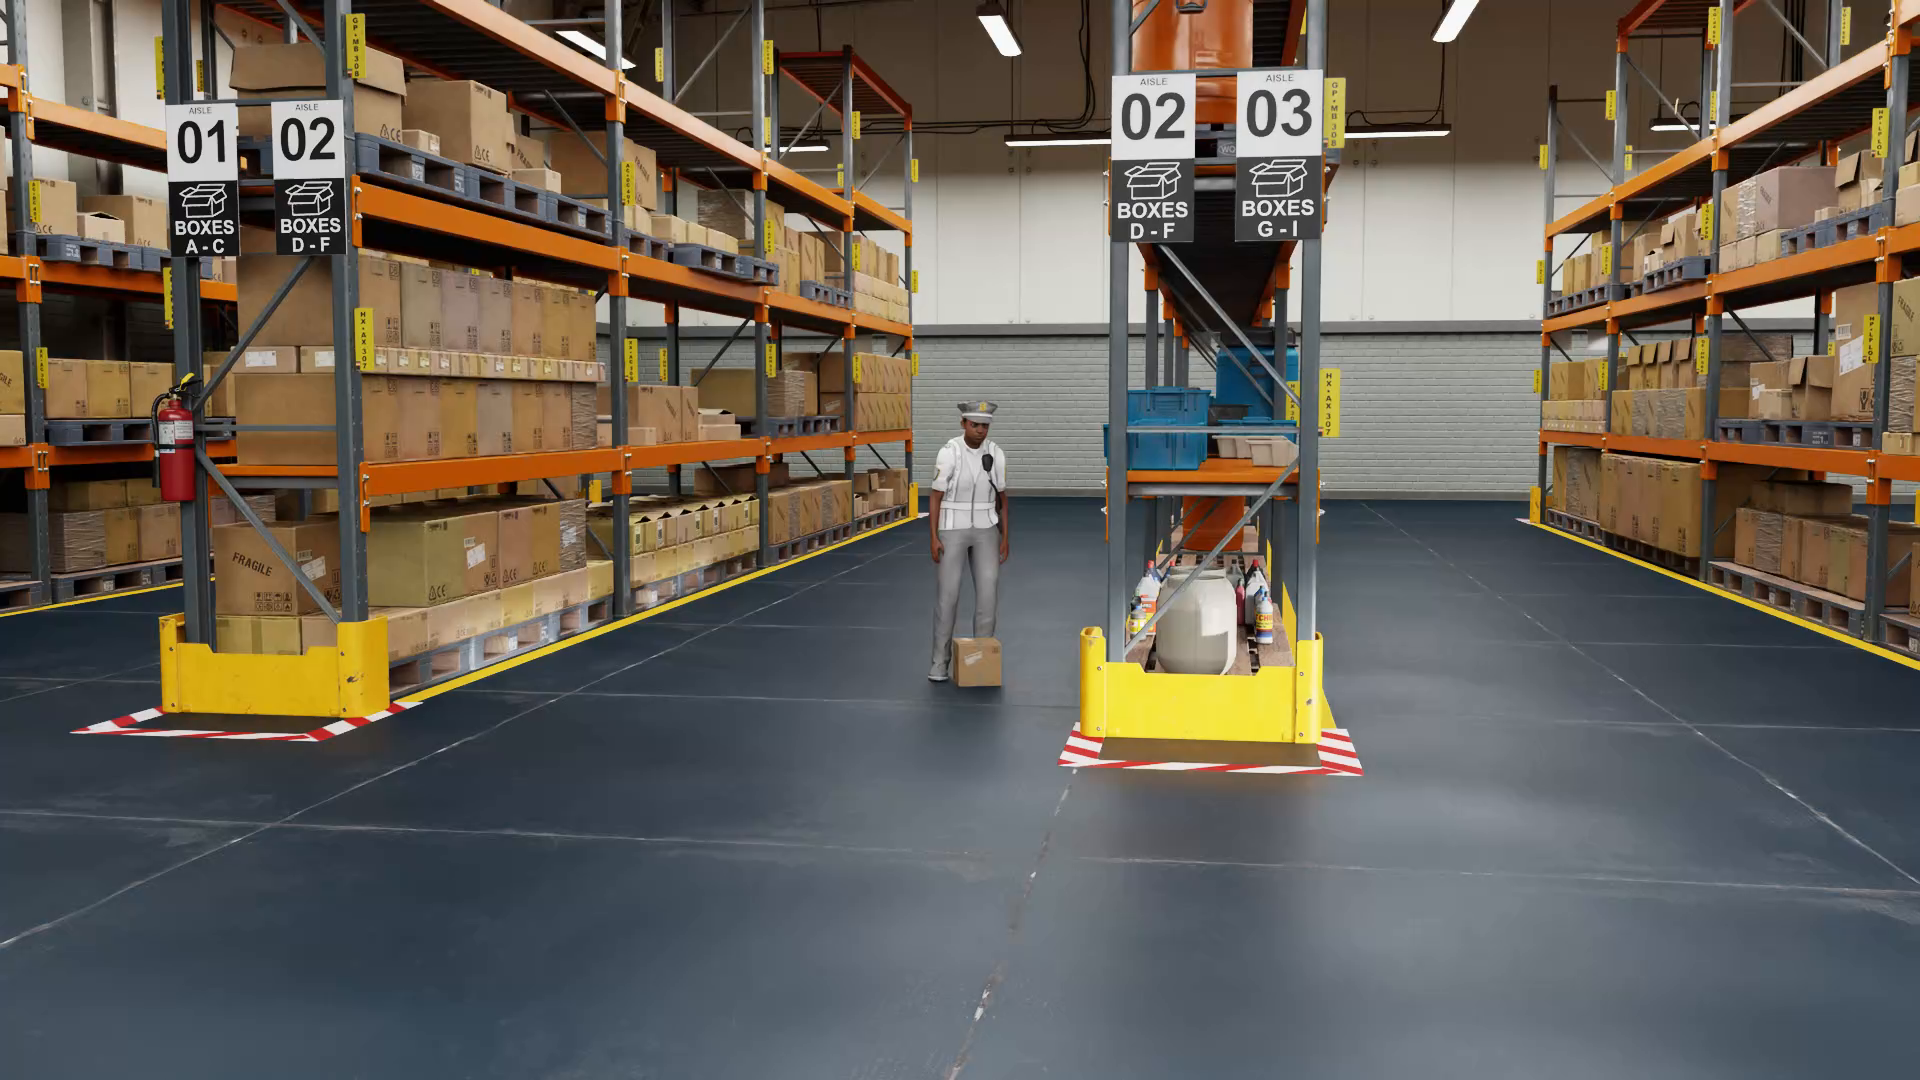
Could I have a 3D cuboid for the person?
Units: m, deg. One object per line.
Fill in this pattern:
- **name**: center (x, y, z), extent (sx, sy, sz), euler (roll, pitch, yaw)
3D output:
- **person**: center (0.051, -0.002, 9.934), extent (0.522, 1.658, 0.427), euler (-1, 5, -13)
